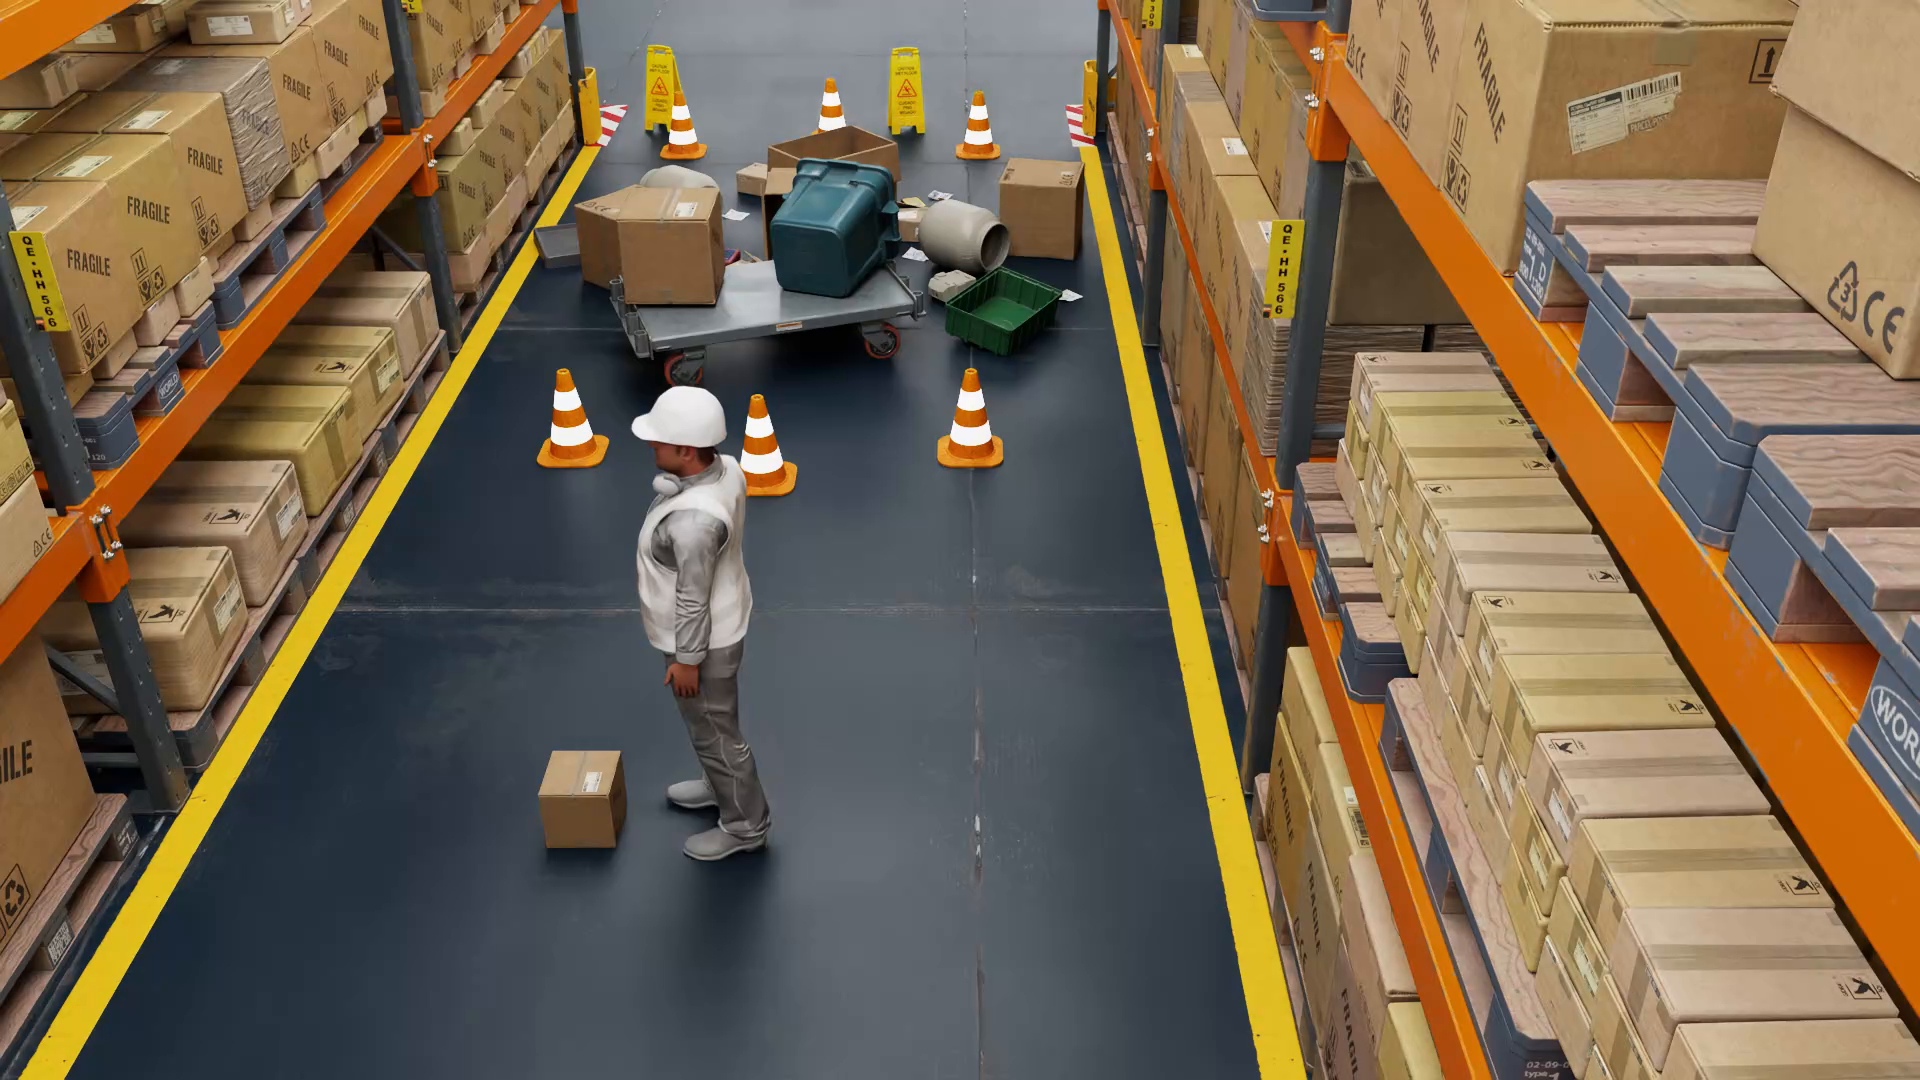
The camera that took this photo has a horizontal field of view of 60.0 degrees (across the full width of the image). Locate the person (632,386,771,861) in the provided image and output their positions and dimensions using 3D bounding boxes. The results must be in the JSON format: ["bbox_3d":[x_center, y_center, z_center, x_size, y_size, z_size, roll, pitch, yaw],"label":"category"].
[{"bbox_3d":[-0.887,0.290,5.634,0.422,1.783,0.539,0,31,1],"label":"person"}]
